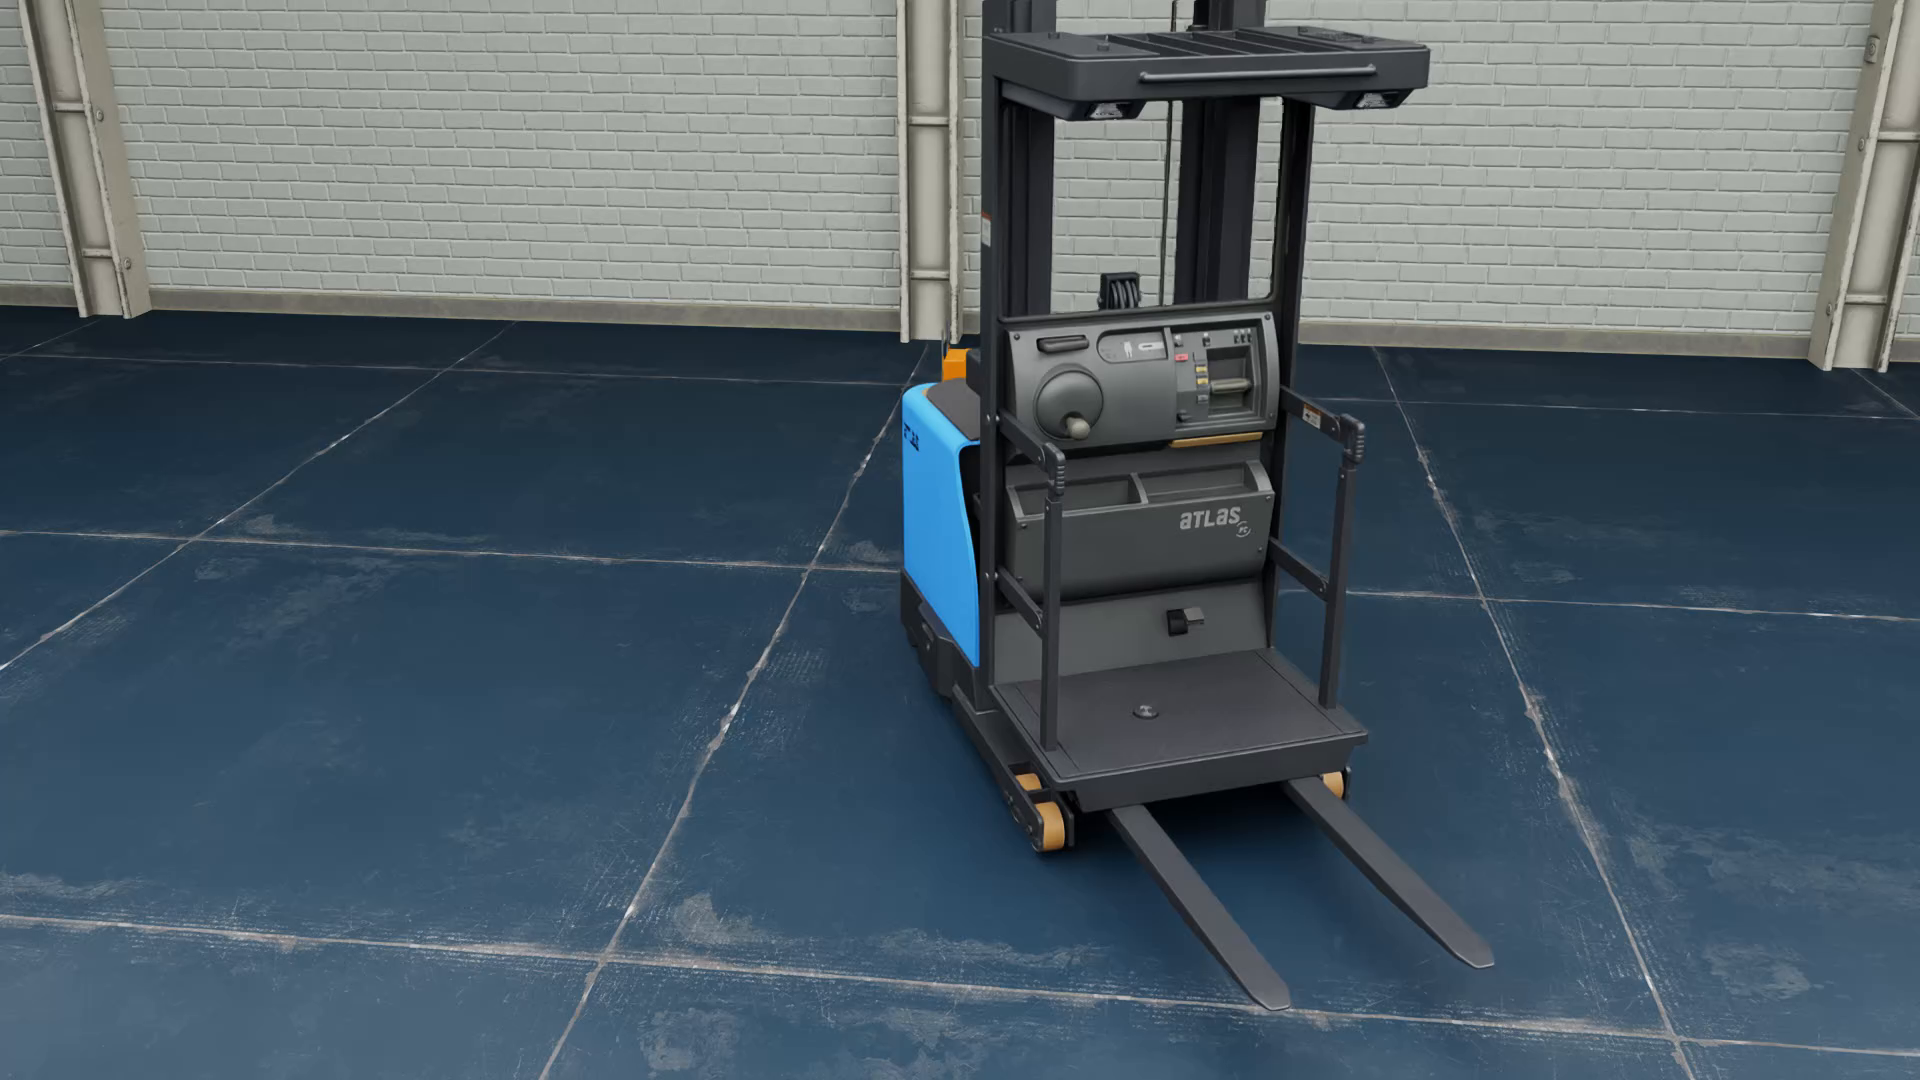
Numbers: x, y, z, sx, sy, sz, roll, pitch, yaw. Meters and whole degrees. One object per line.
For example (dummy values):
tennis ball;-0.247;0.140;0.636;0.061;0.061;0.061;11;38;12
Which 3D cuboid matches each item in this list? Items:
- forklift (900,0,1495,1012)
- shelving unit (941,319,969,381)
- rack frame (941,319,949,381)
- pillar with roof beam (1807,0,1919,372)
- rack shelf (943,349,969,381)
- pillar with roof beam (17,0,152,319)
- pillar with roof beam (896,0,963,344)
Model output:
forklift;0.675;-0.514;5.254;1.130;2.935;3.031;-6;22;-16
shelving unit;0.053;-0.486;7.741;0.252;1.050;0.215;2;22;6
rack frame;-0.068;-0.491;7.754;0.008;1.050;0.200;2;22;6
pillar with roof beam;5.259;-3.753;5.193;0.400;9.000;9.100;2;22;6
rack shelf;0.053;-0.740;7.641;0.240;0.259;0.215;2;22;6
pillar with roof beam;-6.658;-4.272;6.506;0.400;9.000;9.100;2;22;6
pillar with roof beam;-0.700;-4.013;5.850;0.400;9.000;9.100;2;22;6
